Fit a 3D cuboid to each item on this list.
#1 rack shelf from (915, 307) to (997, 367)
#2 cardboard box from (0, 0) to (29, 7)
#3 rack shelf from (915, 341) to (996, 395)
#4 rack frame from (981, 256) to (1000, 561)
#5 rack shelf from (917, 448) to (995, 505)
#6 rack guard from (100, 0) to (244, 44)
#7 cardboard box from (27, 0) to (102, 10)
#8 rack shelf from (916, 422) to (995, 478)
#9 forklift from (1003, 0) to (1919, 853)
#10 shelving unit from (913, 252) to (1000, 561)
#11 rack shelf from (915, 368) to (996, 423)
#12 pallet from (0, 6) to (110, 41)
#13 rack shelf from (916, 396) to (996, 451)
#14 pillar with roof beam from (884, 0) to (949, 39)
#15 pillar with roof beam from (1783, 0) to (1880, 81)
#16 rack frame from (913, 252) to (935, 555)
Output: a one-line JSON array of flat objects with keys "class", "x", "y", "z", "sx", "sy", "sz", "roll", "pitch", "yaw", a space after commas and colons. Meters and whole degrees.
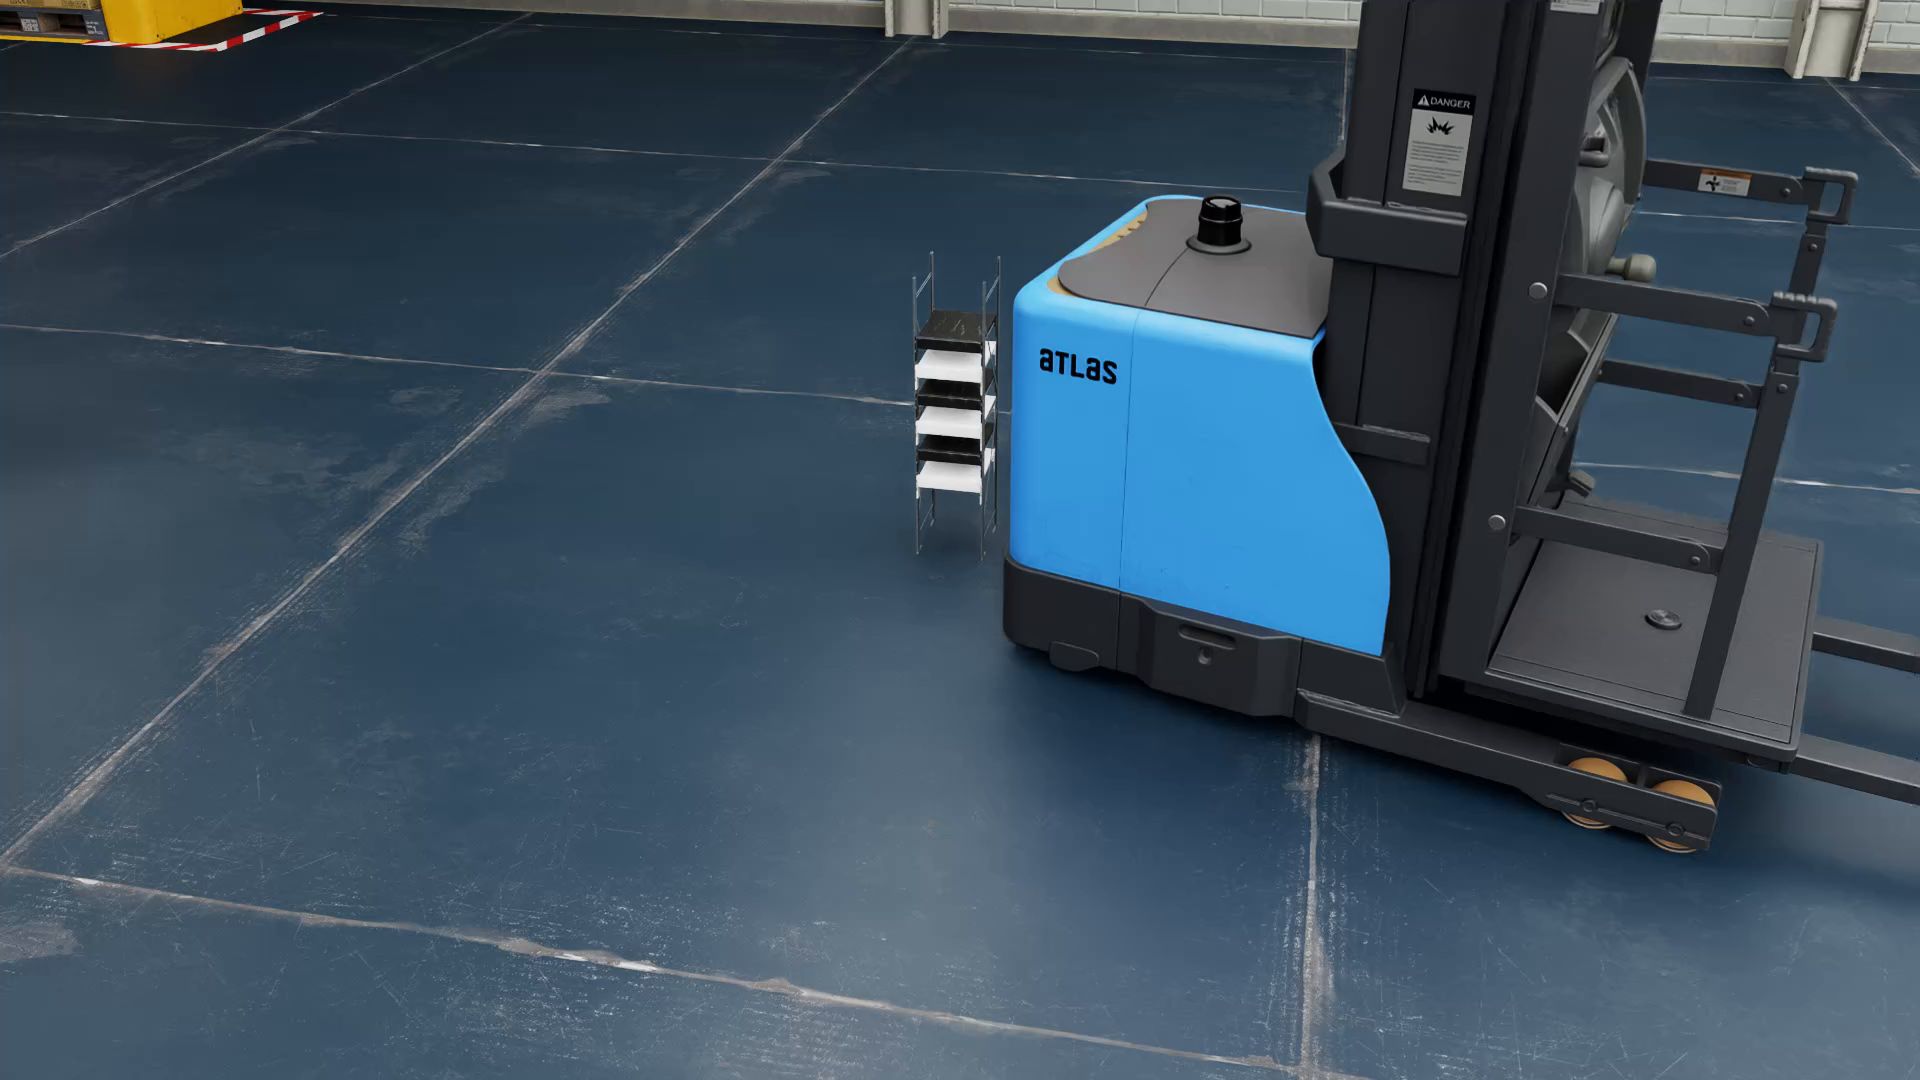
[{"class": "rack shelf", "x": -0.008, "y": -0.603, "z": 4.922, "sx": 0.200, "sy": 0.077, "sz": 0.258, "roll": 6, "pitch": 29, "yaw": 11}, {"class": "cardboard box", "x": -6.689, "y": -3.971, "z": 11.807, "sx": 0.500, "sy": 0.250, "sz": 0.500, "roll": 6, "pitch": 29, "yaw": 11}, {"class": "rack shelf", "x": -0.008, "y": -0.524, "z": 4.965, "sx": 0.200, "sy": 0.077, "sz": 0.258, "roll": 6, "pitch": 29, "yaw": 11}, {"class": "rack frame", "x": 0.091, "y": -0.385, "z": 5.017, "sx": 0.006, "sy": 0.900, "sz": 0.240, "roll": 6, "pitch": 29, "yaw": 11}, {"class": "rack shelf", "x": -0.008, "y": -0.208, "z": 5.138, "sx": 0.200, "sy": 0.077, "sz": 0.258, "roll": 6, "pitch": 29, "yaw": 11}, {"class": "rack guard", "x": -5.656, "y": -3.941, "z": 11.929, "sx": 0.348, "sy": 0.500, "sz": 1.175, "roll": 6, "pitch": 29, "yaw": 11}, {"class": "cardboard box", "x": -6.205, "y": -3.917, "z": 11.707, "sx": 0.500, "sy": 0.250, "sz": 0.500, "roll": 6, "pitch": 29, "yaw": 11}, {"class": "rack shelf", "x": -0.008, "y": -0.287, "z": 5.095, "sx": 0.200, "sy": 0.077, "sz": 0.258, "roll": 6, "pitch": 29, "yaw": 11}, {"class": "forklift", "x": 1.668, "y": -0.843, "z": 3.738, "sx": 3.031, "sy": 2.935, "sz": 1.130, "roll": 14, "pitch": 32, "yaw": 24}, {"class": "shelving unit", "x": -0.008, "y": -0.396, "z": 5.035, "sx": 0.210, "sy": 0.900, "sz": 0.258, "roll": 6, "pitch": 29, "yaw": 11}, {"class": "rack shelf", "x": -0.008, "y": -0.445, "z": 5.008, "sx": 0.200, "sy": 0.077, "sz": 0.258, "roll": 6, "pitch": 29, "yaw": 11}, {"class": "pallet", "x": -6.436, "y": -3.874, "z": 12.107, "sx": 1.213, "sy": 0.211, "sz": 1.003, "roll": 6, "pitch": 29, "yaw": 11}, {"class": "rack shelf", "x": -0.008, "y": -0.366, "z": 5.051, "sx": 0.200, "sy": 0.077, "sz": 0.258, "roll": 6, "pitch": 29, "yaw": 11}, {"class": "pillar with roof beam", "x": -1.203, "y": -5.541, "z": 6.001, "sx": 0.400, "sy": 9.000, "sz": 9.100, "roll": 6, "pitch": 29, "yaw": 11}, {"class": "pillar with roof beam", "x": 4.664, "y": -4.940, "z": 4.902, "sx": 0.400, "sy": 9.000, "sz": 9.100, "roll": 6, "pitch": 29, "yaw": 11}, {"class": "rack frame", "x": -0.107, "y": -0.406, "z": 5.054, "sx": 0.006, "sy": 0.900, "sz": 0.240, "roll": 6, "pitch": 29, "yaw": 11}]
